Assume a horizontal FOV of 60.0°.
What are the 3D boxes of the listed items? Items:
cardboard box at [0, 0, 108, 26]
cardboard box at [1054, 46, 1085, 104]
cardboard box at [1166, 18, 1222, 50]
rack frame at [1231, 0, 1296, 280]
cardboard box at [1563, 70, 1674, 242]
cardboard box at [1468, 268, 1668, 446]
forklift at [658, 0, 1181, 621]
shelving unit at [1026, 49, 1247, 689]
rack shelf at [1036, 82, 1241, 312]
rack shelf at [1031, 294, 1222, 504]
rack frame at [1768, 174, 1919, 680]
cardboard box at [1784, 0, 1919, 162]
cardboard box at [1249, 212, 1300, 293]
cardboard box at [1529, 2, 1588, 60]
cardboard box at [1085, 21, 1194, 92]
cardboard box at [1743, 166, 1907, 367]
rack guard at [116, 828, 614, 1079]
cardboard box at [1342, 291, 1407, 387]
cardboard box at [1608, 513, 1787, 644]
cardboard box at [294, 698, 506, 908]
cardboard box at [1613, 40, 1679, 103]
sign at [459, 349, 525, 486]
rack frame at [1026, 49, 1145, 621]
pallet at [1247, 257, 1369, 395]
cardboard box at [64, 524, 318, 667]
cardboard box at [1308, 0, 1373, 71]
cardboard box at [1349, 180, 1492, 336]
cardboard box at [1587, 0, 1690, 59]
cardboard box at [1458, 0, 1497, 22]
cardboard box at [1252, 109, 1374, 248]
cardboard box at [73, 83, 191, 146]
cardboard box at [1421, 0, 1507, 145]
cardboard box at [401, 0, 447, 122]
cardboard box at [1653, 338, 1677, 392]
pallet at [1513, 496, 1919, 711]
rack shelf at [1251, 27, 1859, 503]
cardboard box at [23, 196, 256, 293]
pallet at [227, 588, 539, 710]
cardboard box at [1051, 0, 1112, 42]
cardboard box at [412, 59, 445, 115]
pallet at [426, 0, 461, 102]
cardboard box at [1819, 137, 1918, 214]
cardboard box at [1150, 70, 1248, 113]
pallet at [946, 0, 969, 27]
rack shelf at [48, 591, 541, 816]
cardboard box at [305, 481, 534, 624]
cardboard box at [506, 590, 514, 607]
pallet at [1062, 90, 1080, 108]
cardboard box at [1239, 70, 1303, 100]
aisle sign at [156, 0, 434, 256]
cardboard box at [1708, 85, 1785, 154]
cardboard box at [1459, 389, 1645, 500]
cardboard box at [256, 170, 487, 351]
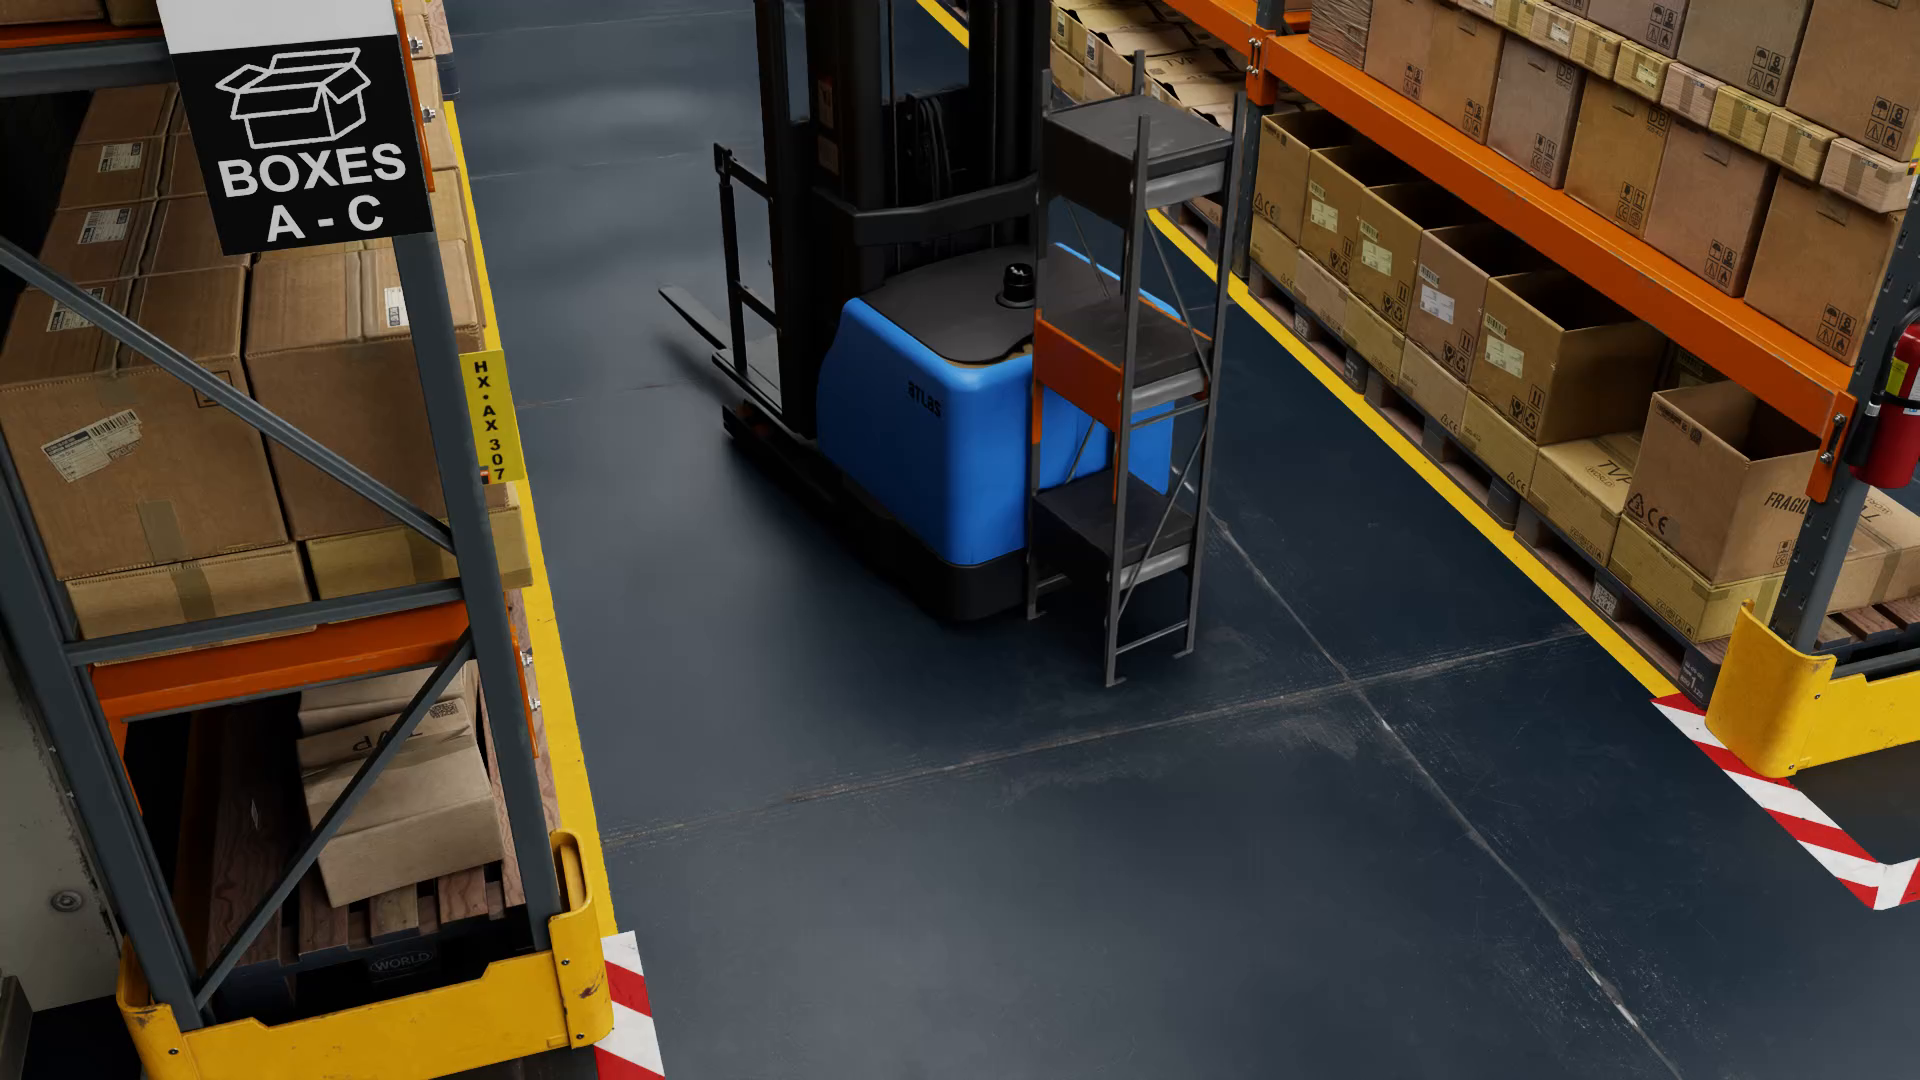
[{"bbox_3d":[-1.913,-1.291,3.154,0.500,0.500,0.500,-8,34,-11],"label":"cardboard box"},{"bbox_3d":[0.930,-3.017,10.708,0.500,0.250,0.500,-11,35,-16],"label":"cardboard box"},{"bbox_3d":[1.592,-3.076,10.289,0.500,0.311,0.500,-9,35,-13],"label":"cardboard box"},{"bbox_3d":[1.951,-2.749,8.189,1.000,3.000,0.127,-10,35,-15],"label":"rack frame"},{"bbox_3d":[2.731,-1.474,6.169,0.700,0.500,0.500,-10,35,-14],"label":"cardboard box"},{"bbox_3d":[2.406,-0.743,6.587,0.500,0.500,0.500,-10,35,-15],"label":"cardboard box"},{"bbox_3d":[-0.394,-1.697,6.659,1.130,2.935,3.031,-20,38,-27],"label":"forklift"},{"bbox_3d":[0.553,-0.519,5.631,0.431,2.100,0.503,-20,38,-27],"label":"shelving unit"},{"bbox_3d":[0.553,-1.092,5.253,0.431,0.518,0.480,-20,38,-27],"label":"rack shelf"},{"bbox_3d":[0.553,-0.508,5.638,0.431,0.518,0.480,-20,38,-27],"label":"rack shelf"},{"bbox_3d":[3.172,-0.648,5.010,1.000,3.000,0.127,-10,35,-15],"label":"rack frame"},{"bbox_3d":[3.025,-1.506,5.041,0.700,0.500,0.500,-10,35,-15],"label":"cardboard box"},{"bbox_3d":[1.804,-1.482,8.385,0.500,0.250,0.500,-10,35,-15],"label":"cardboard box"},{"bbox_3d":[2.398,-1.943,6.291,0.380,0.149,0.250,-10,35,-15],"label":"cardboard box"},{"bbox_3d":[1.090,-2.974,10.134,0.500,0.311,0.500,-10,35,-15],"label":"cardboard box"},{"bbox_3d":[3.041,-0.937,5.357,0.700,0.500,0.500,-10,35,-15],"label":"cardboard box"},{"bbox_3d":[-1.568,1.190,4.496,1.175,0.500,0.348,-10,35,-15],"label":"rack guard"},{"bbox_3d":[2.099,-0.955,7.588,0.500,0.250,0.500,-10,35,-15],"label":"cardboard box"},{"bbox_3d":[2.727,0.092,6.004,0.500,0.250,0.500,-10,35,-15],"label":"cardboard box"},{"bbox_3d":[-1.670,0.746,4.939,0.500,0.311,0.500,-14,36,-20],"label":"cardboard box"},{"bbox_3d":[2.559,-1.671,5.879,0.380,0.149,0.250,-9,34,-13],"label":"cardboard box"},{"bbox_3d":[-1.028,-0.266,3.646,0.100,0.325,0.005,-10,35,-15],"label":"sign"},{"bbox_3d":[0.420,-0.632,5.802,0.400,2.100,0.015,-20,38,-27],"label":"rack frame"},{"bbox_3d":[2.154,-1.161,8.315,1.003,0.211,1.213,-10,35,-15],"label":"pallet"},{"bbox_3d":[-1.872,0.028,4.105,0.500,0.250,0.500,-10,35,-14],"label":"cardboard box"},{"bbox_3d":[2.093,-2.558,7.810,0.700,0.500,0.500,-11,35,-16],"label":"cardboard box"},{"bbox_3d":[2.100,-1.268,7.382,0.500,0.500,0.500,-10,35,-15],"label":"cardboard box"},{"bbox_3d":[2.705,-2.046,5.858,0.700,0.500,0.500,-10,35,-15],"label":"cardboard box"},{"bbox_3d":[2.246,-2.211,6.697,0.380,0.149,0.250,-11,35,-16],"label":"cardboard box"},{"bbox_3d":[1.795,-1.793,8.176,0.500,0.500,0.500,-10,35,-15],"label":"cardboard box"},{"bbox_3d":[-2.351,-1.085,5.109,0.500,0.500,0.500,-10,35,-14],"label":"cardboard box"},{"bbox_3d":[2.409,-2.018,6.993,0.700,0.500,0.500,-10,35,-14],"label":"cardboard box"},{"bbox_3d":[-2.169,-1.715,6.062,0.500,0.500,0.500,-10,35,-15],"label":"cardboard box"},{"bbox_3d":[2.901,-0.831,6.720,0.500,0.500,0.500,-10,35,-15],"label":"cardboard box"},{"bbox_3d":[2.898,0.120,6.376,1.003,0.211,1.213,-10,35,-15],"label":"pallet"},{"bbox_3d":[2.561,-1.398,6.798,1.077,0.370,4.000,-10,35,-15],"label":"rack shelf"},{"bbox_3d":[-2.035,-0.550,4.299,0.500,0.500,0.500,-10,35,-14],"label":"cardboard box"},{"bbox_3d":[-2.151,0.238,6.198,1.003,0.211,1.213,-10,35,-15],"label":"pallet"},{"bbox_3d":[0.780,-3.512,10.948,0.500,0.311,0.500,-11,35,-16],"label":"cardboard box"},{"bbox_3d":[-1.866,-1.176,5.246,0.500,0.500,0.500,-9,34,-13],"label":"cardboard box"},{"bbox_3d":[-2.860,-2.259,7.622,1.003,0.211,1.213,-10,35,-15],"label":"pallet"},{"bbox_3d":[2.874,-1.129,5.059,0.380,0.149,0.250,-11,35,-16],"label":"cardboard box"},{"bbox_3d":[1.390,-2.447,9.337,0.500,0.311,0.500,-9,35,-13],"label":"cardboard box"},{"bbox_3d":[0.540,-4.084,12.738,1.003,0.211,1.213,-10,35,-15],"label":"pallet"},{"bbox_3d":[-2.155,-0.563,5.534,1.077,0.370,4.000,-10,35,-15],"label":"rack shelf"},{"bbox_3d":[-1.391,-0.069,4.251,0.500,0.250,0.500,-11,35,-16],"label":"cardboard box"},{"bbox_3d":[-2.020,-0.025,5.936,0.700,0.500,0.500,-12,35,-18],"label":"cardboard box"},{"bbox_3d":[1.314,-2.607,10.504,1.003,0.211,1.213,-10,35,-15],"label":"pallet"},{"bbox_3d":[1.915,-2.533,9.467,0.500,0.311,0.500,-10,35,-15],"label":"cardboard box"},{"bbox_3d":[-1.237,-0.911,3.049,0.394,0.787,0.004,-10,35,-15],"label":"aisle sign"},{"bbox_3d":[2.714,-1.401,5.470,0.380,0.149,0.250,-11,35,-15],"label":"cardboard box"},{"bbox_3d":[2.408,-0.431,6.795,0.500,0.250,0.500,-10,35,-15],"label":"cardboard box"},{"bbox_3d":[-1.546,-0.634,4.427,0.500,0.500,0.500,-10,35,-15],"label":"cardboard box"}]
